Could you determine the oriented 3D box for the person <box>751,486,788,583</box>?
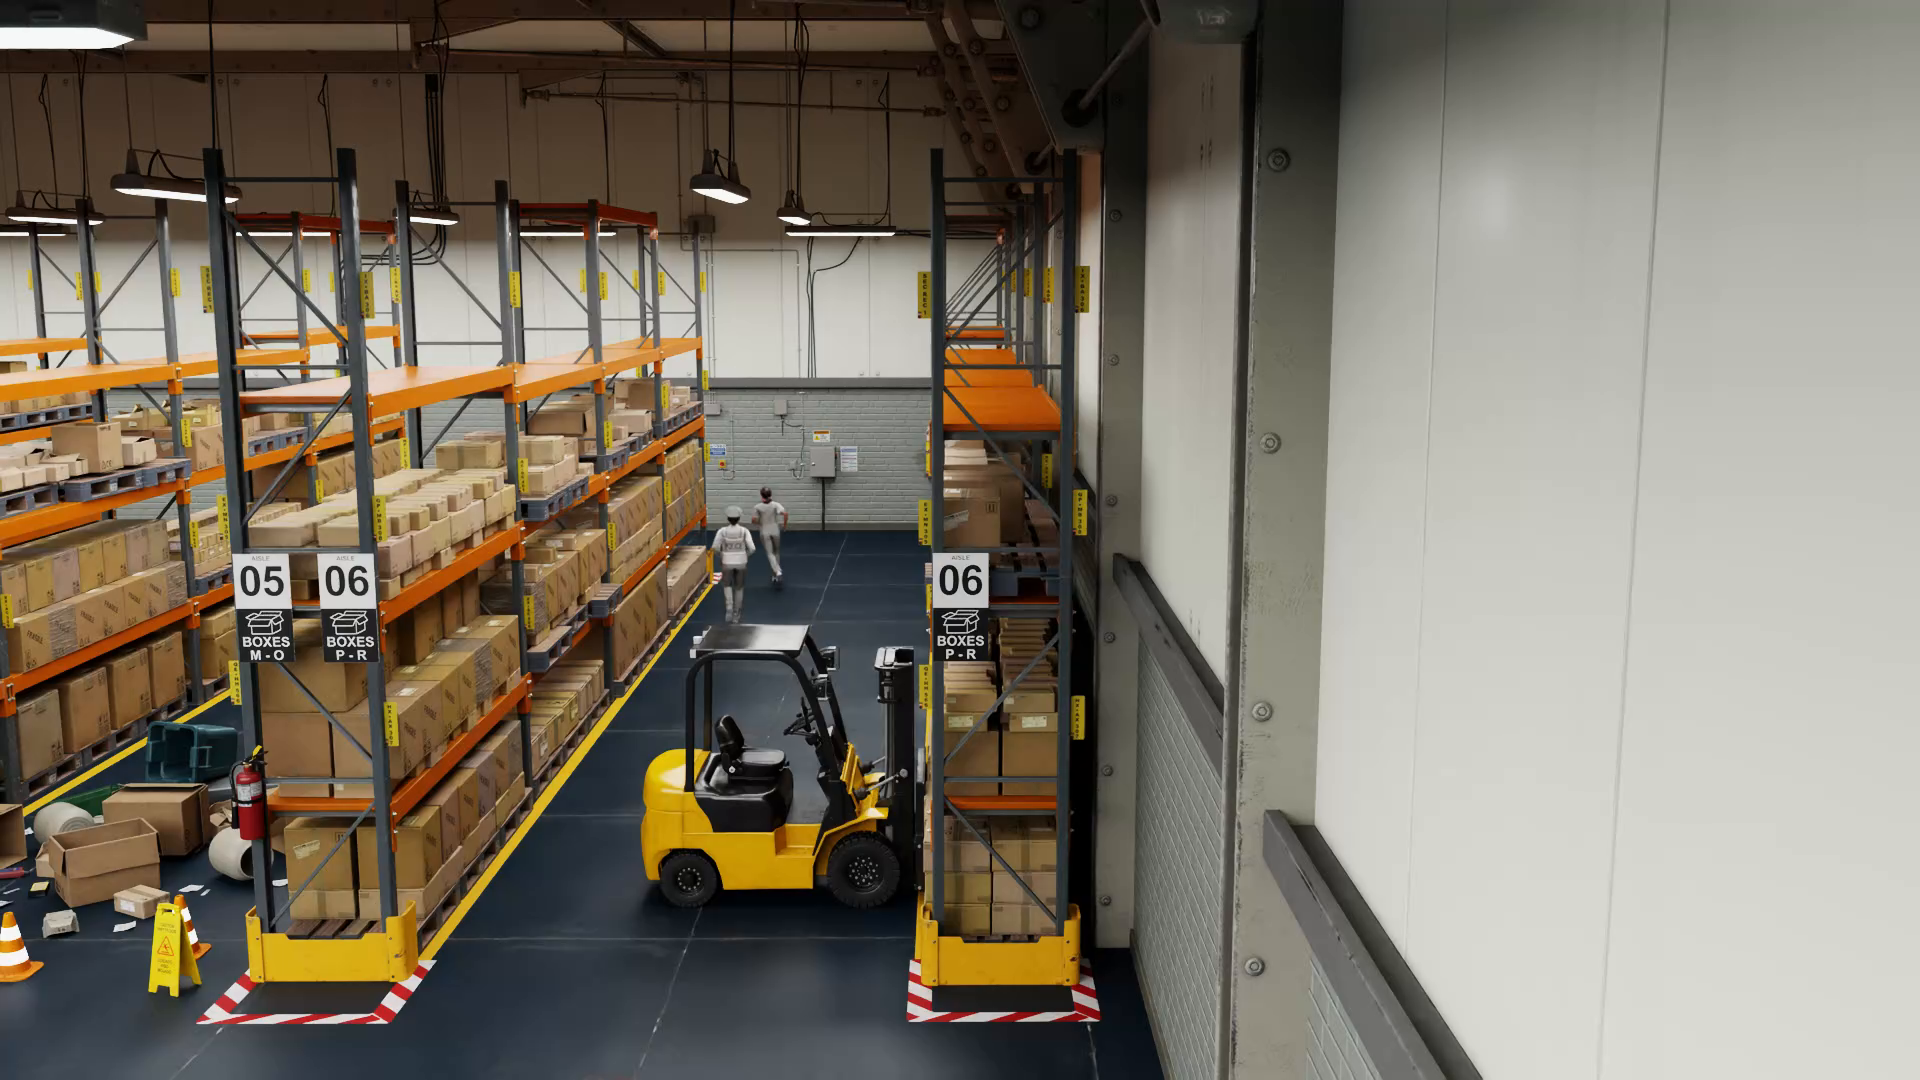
[{"bbox_3d":[-3.170,-0.049,27.633,0.593,1.685,0.890,-3,10,-17],"label":"person"}]

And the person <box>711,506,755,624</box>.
[{"bbox_3d":[-3.172,0.334,23.324,0.611,1.661,0.506,-1,9,-7],"label":"person"}]
